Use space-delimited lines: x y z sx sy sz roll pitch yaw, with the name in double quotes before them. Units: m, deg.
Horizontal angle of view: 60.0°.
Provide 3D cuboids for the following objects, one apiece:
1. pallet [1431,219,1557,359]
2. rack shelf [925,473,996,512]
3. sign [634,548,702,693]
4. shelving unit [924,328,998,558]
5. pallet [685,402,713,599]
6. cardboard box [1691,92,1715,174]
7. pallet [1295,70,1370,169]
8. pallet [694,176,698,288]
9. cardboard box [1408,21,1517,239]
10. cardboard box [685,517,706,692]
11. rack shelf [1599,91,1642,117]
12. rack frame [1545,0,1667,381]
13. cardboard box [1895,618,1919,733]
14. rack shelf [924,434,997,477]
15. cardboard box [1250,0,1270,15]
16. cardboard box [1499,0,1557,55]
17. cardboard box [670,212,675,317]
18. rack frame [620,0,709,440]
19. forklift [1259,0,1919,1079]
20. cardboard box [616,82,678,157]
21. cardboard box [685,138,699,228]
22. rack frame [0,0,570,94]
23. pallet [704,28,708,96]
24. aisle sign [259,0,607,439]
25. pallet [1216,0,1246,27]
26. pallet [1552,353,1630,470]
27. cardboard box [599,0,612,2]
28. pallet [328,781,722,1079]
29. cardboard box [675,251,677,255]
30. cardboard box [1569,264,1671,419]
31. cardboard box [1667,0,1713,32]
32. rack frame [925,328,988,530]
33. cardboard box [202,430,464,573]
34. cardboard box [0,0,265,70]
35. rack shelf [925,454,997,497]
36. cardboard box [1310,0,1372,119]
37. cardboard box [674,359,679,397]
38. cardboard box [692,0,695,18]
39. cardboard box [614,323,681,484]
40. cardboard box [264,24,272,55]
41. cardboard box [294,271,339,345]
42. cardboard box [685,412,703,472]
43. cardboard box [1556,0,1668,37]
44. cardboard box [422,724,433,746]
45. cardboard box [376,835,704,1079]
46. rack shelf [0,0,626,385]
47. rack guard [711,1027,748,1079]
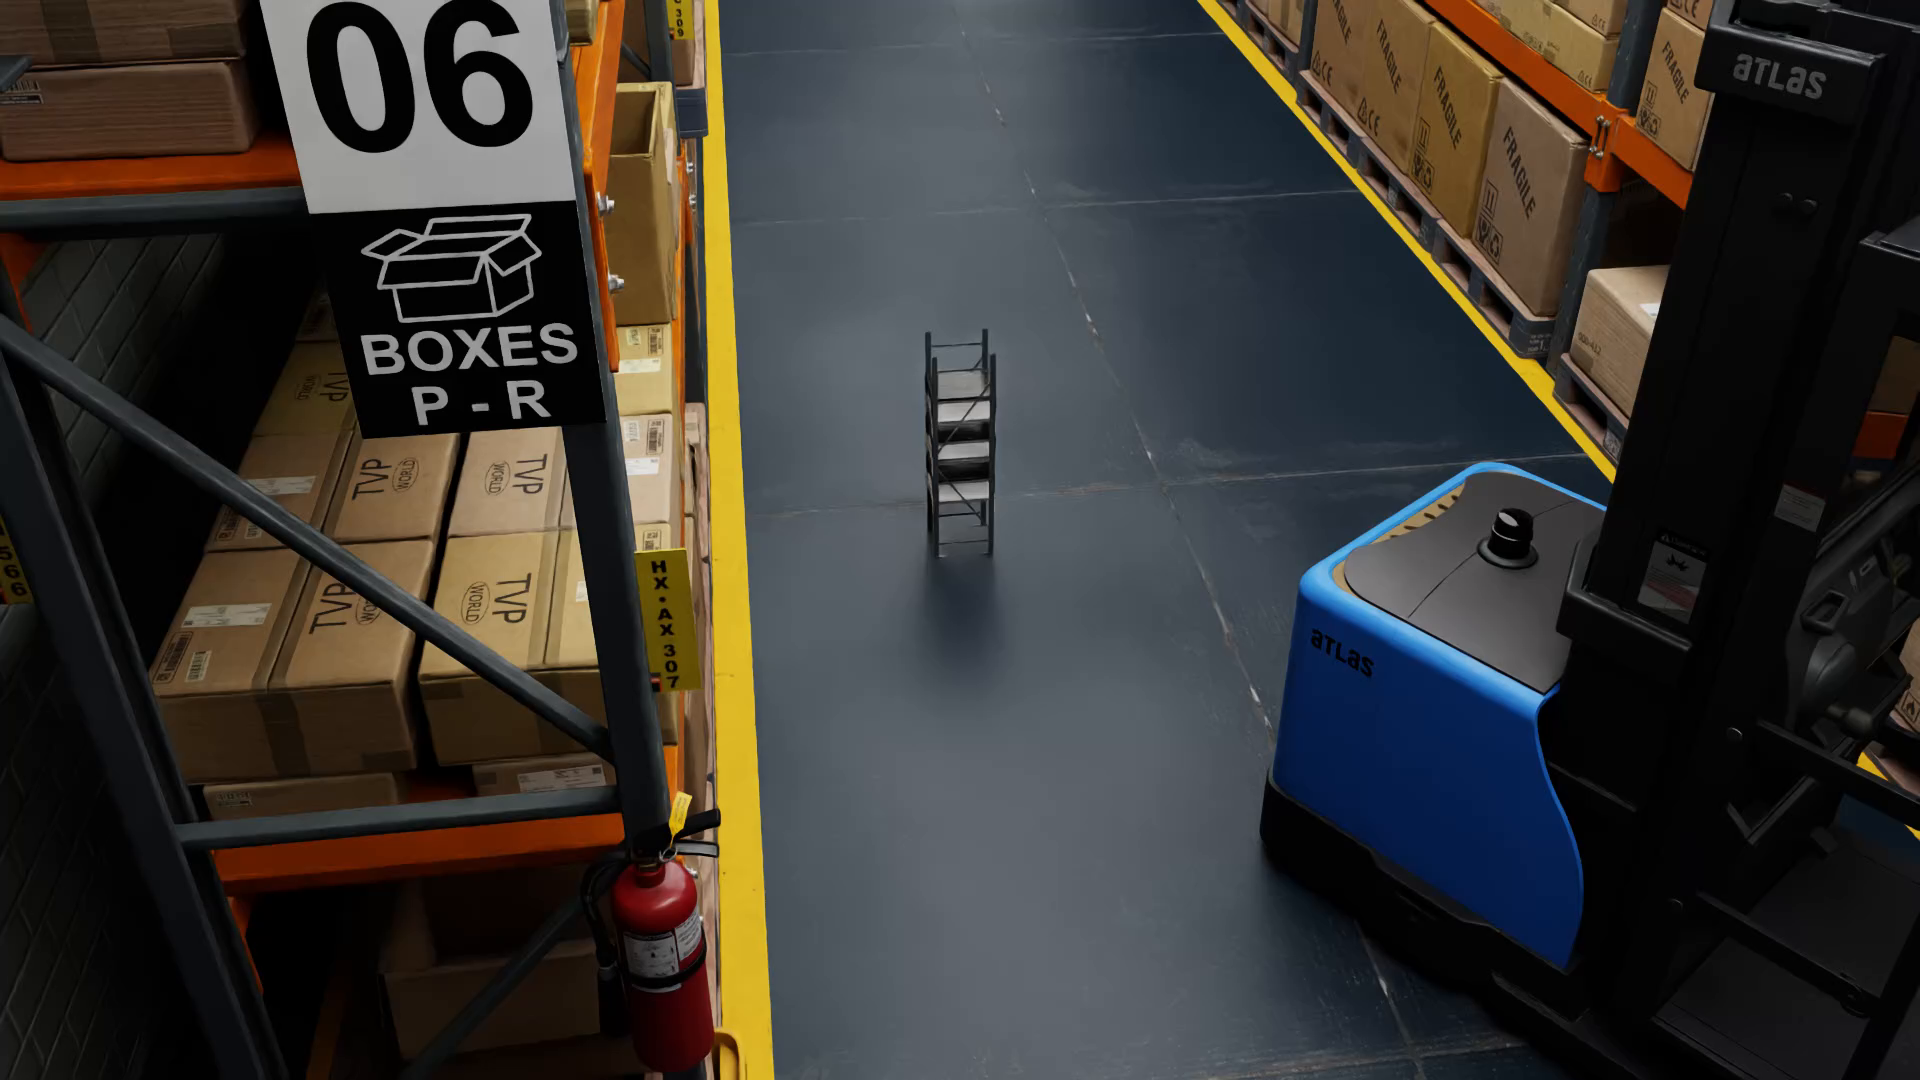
"pallet" 3.119 -1.330 8.514 1.003 0.211 1.213 -4 35 -6
"rack shelf" 0.001 -0.191 6.610 0.258 0.077 0.200 -4 35 -6
"sign" -0.545 0.154 3.092 0.100 0.325 0.005 -4 35 -6
"shelving unit" 0.001 -0.367 6.490 0.258 0.900 0.210 -4 35 -6
"pallet" -1.529 -0.144 6.774 1.003 0.211 1.213 -4 35 -6
"cardboard box" 3.165 -1.536 6.252 0.500 0.500 0.500 -4 34 -6
"pallet" 2.791 -2.692 10.512 1.003 0.211 1.213 -4 35 -6
"pallet" -1.934 -1.661 8.999 1.003 0.211 1.213 -4 35 -6
"cardboard box" 3.006 -2.197 8.823 0.875 0.875 0.875 -3 34 -5
"cardboard box" -1.119 0.281 5.521 0.500 0.500 0.500 -4 34 -5
"rack shelf" 3.029 -2.957 8.891 0.919 0.124 3.809 -4 35 -6
"rack frame" 3.298 -2.058 7.106 1.000 3.000 0.127 -4 35 -6
"cardboard box" 3.516 0.189 5.711 0.875 0.438 0.875 -3 34 -5
"rack shelf" 0.001 -0.340 6.509 0.258 0.077 0.200 -4 35 -6
"cardboard box" 2.587 -4.105 12.070 0.950 0.372 0.625 -5 35 -7
"cardboard box" 2.920 -2.511 7.904 0.500 0.250 0.500 -5 35 -7
"cardboard box" -1.174 -0.917 5.301 0.500 0.250 0.500 -5 35 -7
"rack frame" -1.620 -1.680 6.551 1.000 3.000 0.127 -4 35 -6
"forklift" 2.316 0.200 3.854 1.130 2.935 3.031 -28 43 -34
"cardboard box" -1.310 -1.475 6.120 0.500 0.250 0.500 -4 34 -5
"cardboard box" -1.670 -1.972 8.827 0.500 0.500 0.500 -6 35 -8
"rack frame" -1.082 -1.927 1.586 1.000 3.000 0.127 -4 35 -6
"pallet" -2.230 -3.222 11.290 1.003 0.211 1.213 -4 35 -6
"aisle sign" -0.782 -0.506 2.520 0.394 0.787 0.004 -4 35 -6
"pallet" 2.495 -4.253 12.803 1.003 0.211 1.213 -4 35 -6
"pallet" 3.323 -0.475 7.260 1.003 0.211 1.213 -4 35 -6
"cardboard box" -0.905 -1.214 3.428 0.380 0.149 0.250 -4 34 -5
"pallet" -1.201 1.218 4.776 1.003 0.211 1.213 -4 35 -6
"cardboard box" -1.212 -1.130 5.968 0.380 0.149 0.250 -4 34 -5
"cardboard box" 3.276 -0.814 7.183 0.875 0.438 0.875 -5 35 -7
"cardboard box" 3.122 -2.228 6.379 0.500 0.500 0.500 -4 34 -6
"rack frame" -0.013 -0.424 6.573 0.240 0.900 0.006 -4 35 -6
"cardboard box" -1.475 -0.033 4.004 0.500 0.250 0.500 -4 35 -6
"cardboard box" -1.412 -0.976 2.723 0.500 0.250 0.500 -5 35 -7
"rack shelf" 0.001 -0.265 6.559 0.258 0.077 0.200 -4 35 -6
"cardboard box" 2.770 -3.194 10.286 0.875 0.875 0.875 -5 35 -7
"cardboard box" -1.034 -0.416 4.920 0.380 0.149 0.250 -4 34 -5
"cardboard box" -1.533 -2.470 7.250 0.700 0.500 0.500 -4 34 -6
"cardboard box" -1.016 -0.346 4.463 0.500 0.250 0.500 -5 35 -7
"cardboard box" -1.451 -0.887 2.947 0.380 0.149 0.250 -4 34 -6
"cardboard box" -1.607 -0.601 4.838 0.500 0.250 0.500 -4 35 -6
"cardboard box" -1.254 -0.386 6.812 0.380 0.149 0.250 -5 35 -8
"cardboard box" 2.998 -2.430 7.341 0.500 0.250 0.500 -4 35 -6
"cardboard box" -1.366 0.345 3.803 0.380 0.149 0.250 -3 34 -5
"cardboard box" -1.071 1.062 4.372 0.797 0.503 0.637 -6 35 -8
"rack shelf" -1.351 -1.506 4.271 1.077 0.370 4.000 -4 35 -6
"rack guard" -1.093 1.543 4.042 1.175 0.500 0.348 -4 35 -6
